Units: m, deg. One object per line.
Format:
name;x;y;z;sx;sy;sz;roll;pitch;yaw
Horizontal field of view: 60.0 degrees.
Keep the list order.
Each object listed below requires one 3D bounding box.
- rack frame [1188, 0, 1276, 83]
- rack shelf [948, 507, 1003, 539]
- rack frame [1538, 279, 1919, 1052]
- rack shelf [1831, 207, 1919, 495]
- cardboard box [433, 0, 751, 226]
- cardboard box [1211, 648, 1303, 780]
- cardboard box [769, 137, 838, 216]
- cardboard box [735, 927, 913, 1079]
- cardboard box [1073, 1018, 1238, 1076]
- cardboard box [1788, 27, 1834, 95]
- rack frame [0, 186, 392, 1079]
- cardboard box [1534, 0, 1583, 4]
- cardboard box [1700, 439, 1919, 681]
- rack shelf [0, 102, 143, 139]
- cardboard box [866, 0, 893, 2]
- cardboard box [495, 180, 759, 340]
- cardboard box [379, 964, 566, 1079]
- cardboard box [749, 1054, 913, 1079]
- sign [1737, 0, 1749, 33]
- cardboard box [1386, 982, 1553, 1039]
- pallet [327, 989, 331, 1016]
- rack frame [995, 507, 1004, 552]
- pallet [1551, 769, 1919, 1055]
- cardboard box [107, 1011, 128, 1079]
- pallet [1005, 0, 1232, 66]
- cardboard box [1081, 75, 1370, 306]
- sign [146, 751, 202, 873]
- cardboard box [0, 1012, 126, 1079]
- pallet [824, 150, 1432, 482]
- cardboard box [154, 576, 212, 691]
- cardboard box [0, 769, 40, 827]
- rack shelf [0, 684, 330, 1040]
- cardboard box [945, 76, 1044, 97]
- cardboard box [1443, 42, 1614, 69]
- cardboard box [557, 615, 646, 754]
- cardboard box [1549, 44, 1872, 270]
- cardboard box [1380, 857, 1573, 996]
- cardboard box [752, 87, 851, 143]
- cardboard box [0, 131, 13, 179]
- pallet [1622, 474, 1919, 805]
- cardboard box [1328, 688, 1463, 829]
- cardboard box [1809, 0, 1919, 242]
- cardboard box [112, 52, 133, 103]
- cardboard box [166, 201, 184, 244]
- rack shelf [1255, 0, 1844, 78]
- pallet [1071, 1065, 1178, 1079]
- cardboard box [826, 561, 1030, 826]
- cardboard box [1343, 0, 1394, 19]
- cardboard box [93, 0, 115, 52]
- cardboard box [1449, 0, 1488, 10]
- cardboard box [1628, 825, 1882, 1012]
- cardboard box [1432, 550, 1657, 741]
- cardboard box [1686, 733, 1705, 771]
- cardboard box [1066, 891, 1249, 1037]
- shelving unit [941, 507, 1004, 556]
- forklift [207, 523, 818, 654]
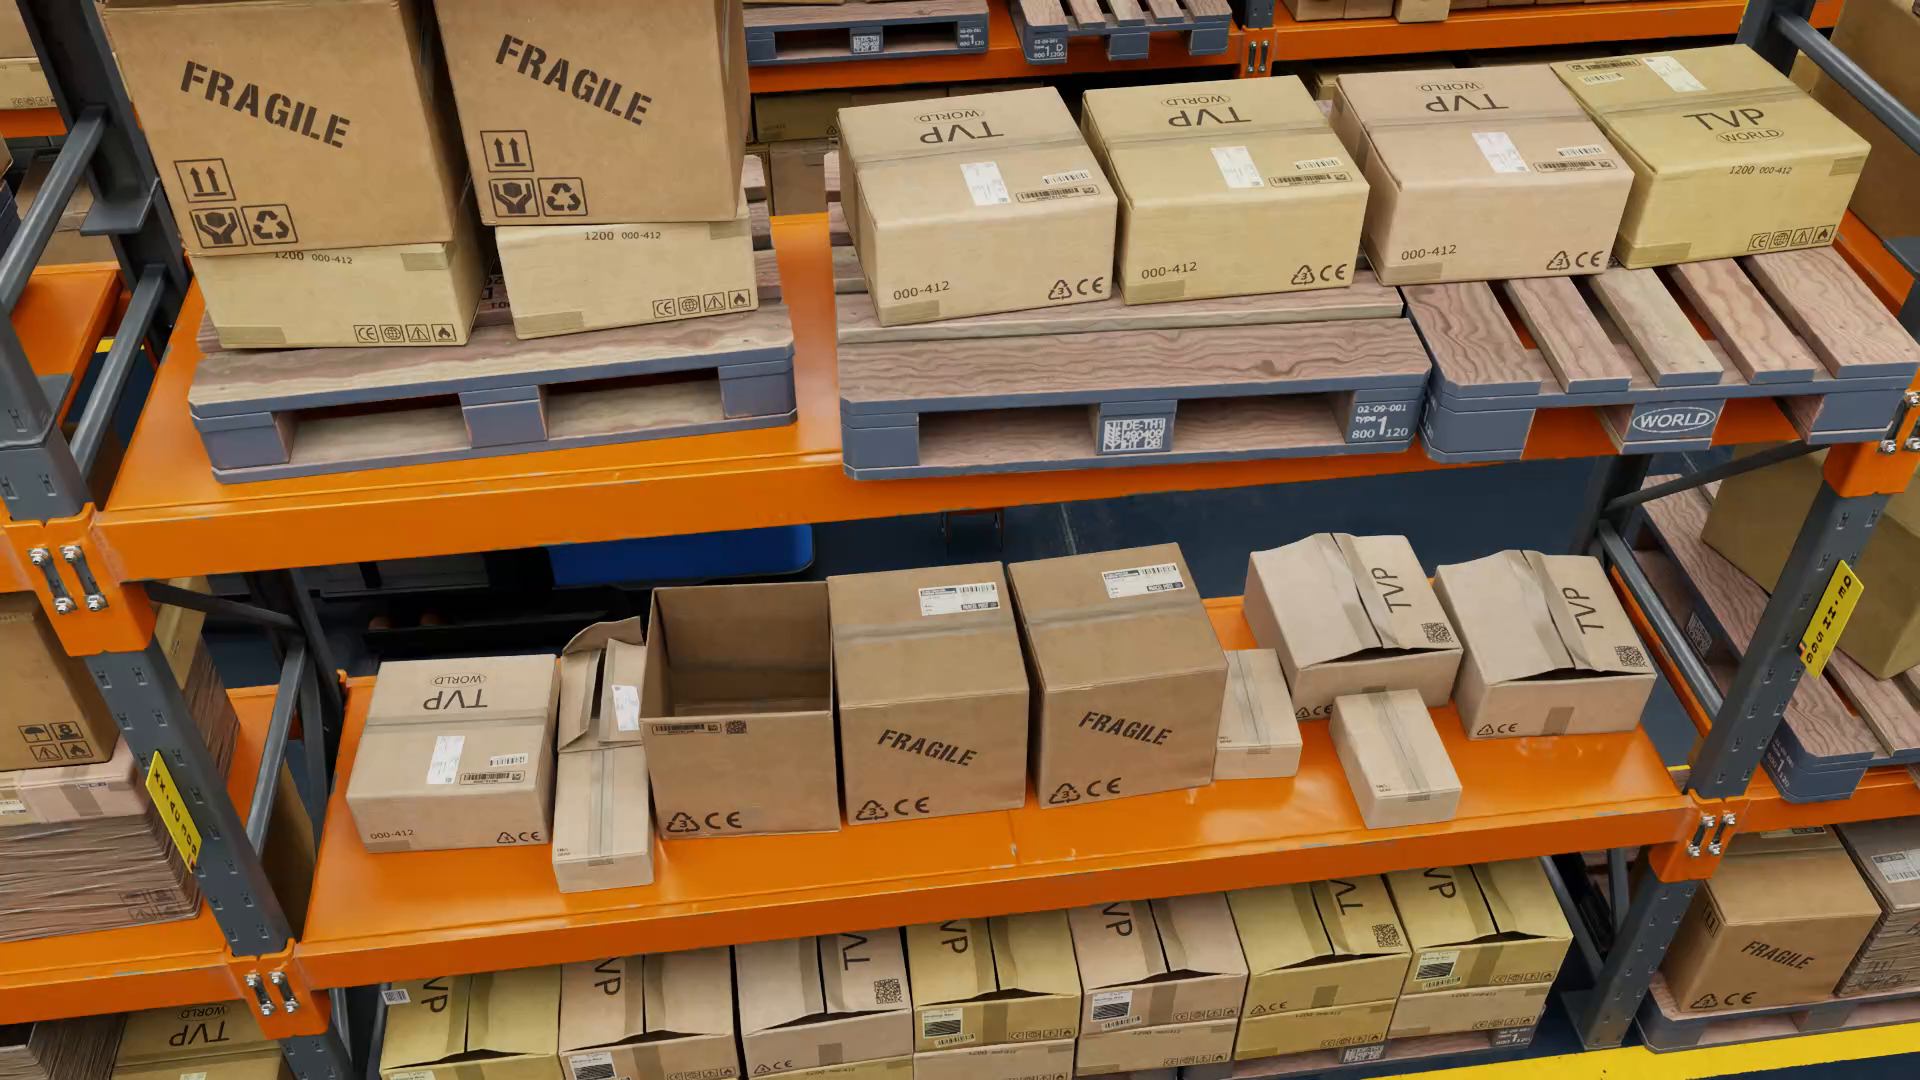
rack frame;1.441;-3.026;8.581;0.127;3.000;1.000;-5;42;-6
rack shelf;0.053;-0.180;7.312;0.240;0.259;0.215;-5;42;-6
rack frame;2.087;0.263;4.934;0.127;3.000;1.000;-5;42;-6
rack shelf;4.070;-0.757;4.363;4.000;0.370;1.077;-5;42;-6
cardboard box;-0.701;-0.974;3.305;0.500;0.500;0.500;-1;42;-1
cardboard box;0.830;0.505;4.854;0.250;0.149;0.380;-2;42;-2
cardboard box;-0.781;-2.085;9.075;0.500;0.500;0.700;-5;42;-5
cardboard box;-0.427;1.311;5.093;0.500;0.311;0.500;-6;42;-7
cardboard box;0.587;1.425;5.385;0.500;0.250;0.500;-4;42;-5
cardboard box;4.779;-2.589;9.387;0.750;0.750;0.750;-5;42;-5
rack frame;-1.879;0.611;4.549;0.127;3.000;1.000;-5;42;-6
cardboard box;3.070;-2.946;8.664;0.250;0.149;0.380;-4;42;-5
cardboard box;2.697;-0.059;4.903;0.500;0.500;0.700;-19;45;-20
rack shelf;-4.509;-2.238;8.244;4.000;0.370;1.077;-5;42;-6
cardboard box;-0.256;-3.056;8.211;0.500;0.500;0.700;-5;42;-6
cardboard box;-0.723;-0.700;3.561;0.500;0.250;0.500;-9;43;-10
cardboard box;-1.437;1.397;4.998;0.500;0.311;0.500;-5;42;-5
cardboard box;-0.427;1.515;5.286;0.500;0.250;0.500;-6;42;-7
sign;2.018;-1.403;4.156;0.005;0.325;0.100;-5;42;-6
cardboard box;1.597;1.336;5.484;0.500;0.250;0.500;-4;42;-5
pallet;-2.673;1.687;5.437;1.213;0.211;1.003;-5;42;-6
rack frame;0.174;-0.405;7.130;0.008;1.050;0.200;-5;42;-6
pallet;2.832;1.259;5.912;1.213;0.211;1.003;-5;42;-6
cardboard box;-2.808;1.698;5.083;0.500;0.250;0.500;-5;42;-6
pallet;0.748;-2.823;8.498;1.003;0.211;1.213;-5;42;-6
cardboard box;0.558;-0.774;3.643;0.500;0.250;0.500;-6;42;-6
sign;-1.806;0.628;3.824;0.005;0.325;0.100;-5;42;-6
cardboard box;-2.808;1.418;4.833;0.500;0.500;0.500;-5;42;-6
pallet;0.317;-0.563;3.751;1.213;0.211;1.003;-3;42;-4
cardboard box;-2.171;0.227;4.415;0.250;0.149;0.380;-5;42;-6
cardboard box;-2.367;0.519;4.092;0.250;0.149;0.380;-6;42;-6
rack shelf;-3.863;1.051;4.597;4.000;0.370;1.077;-5;42;-6
cardboard box;0.160;-2.435;8.903;0.500;0.250;0.500;-4;42;-5
cardboard box;3.056;-2.433;9.214;0.750;0.750;0.750;-5;42;-6
cardboard box;-1.031;0.462;4.814;0.258;0.266;0.396;-6;42;-7
cardboard box;1.644;-0.874;3.754;0.500;0.250;0.500;-8;43;-9
cardboard box;1.599;1.129;5.295;0.500;0.311;0.500;-4;42;-4
cardboard box;-0.846;-2.356;8.815;0.500;0.250;0.500;-6;42;-7
cardboard box;-2.413;-0.880;3.469;0.500;0.500;0.500;-2;42;-2
pallet;2.750;0.229;5.115;1.003;0.211;1.213;-5;42;-6
cardboard box;1.231;0.618;4.728;0.250;0.149;0.380;-5;42;-6
cardboard box;2.515;-0.948;3.963;0.500;0.500;0.910;-5;42;-6
cardboard box;-3.948;-2.297;7.869;0.500;0.250;0.500;-5;42;-6
cardboard box;-4.114;-1.658;8.864;0.250;0.149;0.380;-8;43;-9
rack shelf;3.424;-2.933;9.014;4.000;0.370;1.077;-5;42;-6
pallet;0.058;1.448;5.702;1.213;0.211;1.003;-5;42;-6
cardboard box;-0.097;0.428;4.676;0.500;0.500;0.500;-5;42;-5
cardboard box;2.048;-2.831;8.537;0.250;0.149;0.380;-4;42;-5
cardboard box;-3.949;-2.579;7.622;0.500;0.500;0.500;-6;42;-7
cardboard box;2.556;-2.902;8.616;0.250;0.149;0.380;-5;42;-6
cardboard box;2.575;1.178;5.457;0.500;0.500;0.500;-3;42;-4
cardboard box;1.720;0.299;4.961;0.500;0.311;0.500;-3;42;-3
cardboard box;2.984;0.791;5.887;0.500;0.500;0.500;-3;42;-4
cardboard box;0.584;1.220;5.193;0.500;0.311;0.500;-5;42;-6
shelving unit;0.053;-0.394;7.119;0.252;1.050;0.215;-5;42;-6
forklift;-2.150;-0.984;6.368;3.031;2.935;1.130;-4;42;-4
